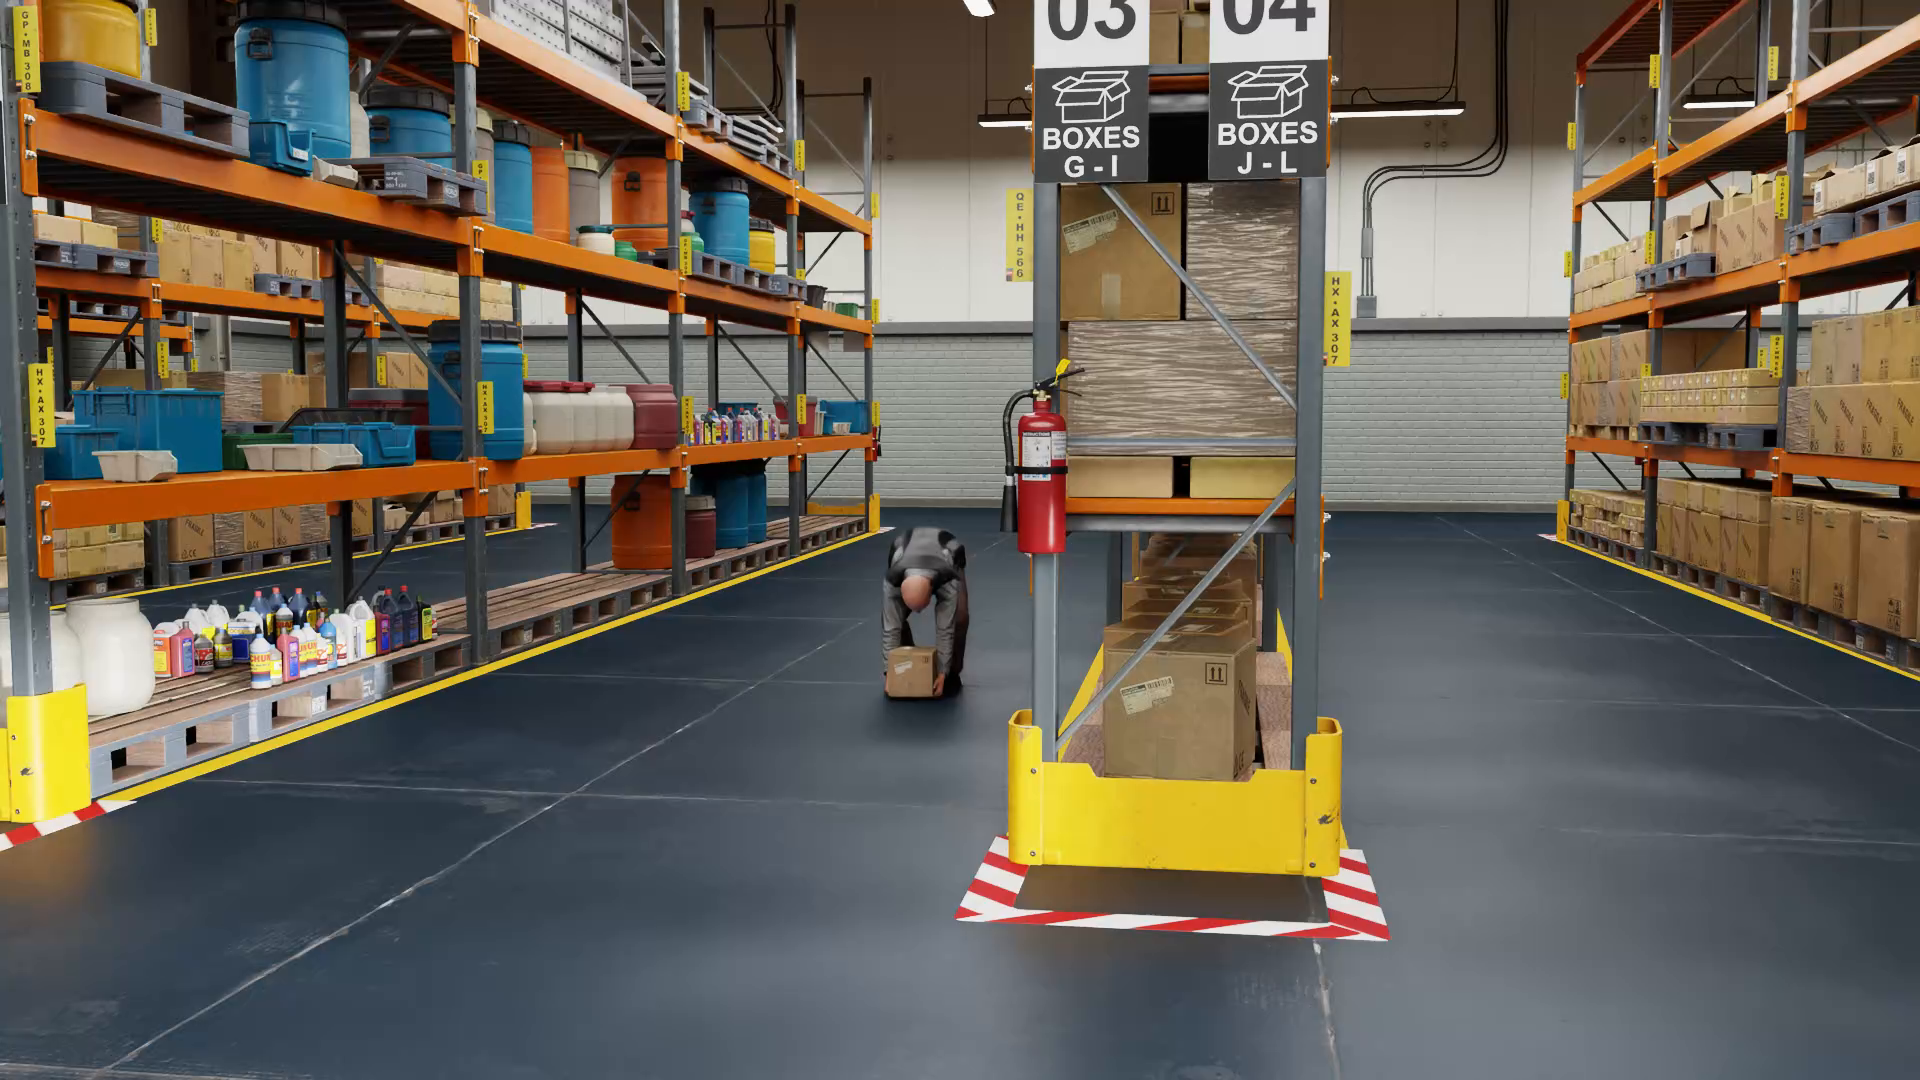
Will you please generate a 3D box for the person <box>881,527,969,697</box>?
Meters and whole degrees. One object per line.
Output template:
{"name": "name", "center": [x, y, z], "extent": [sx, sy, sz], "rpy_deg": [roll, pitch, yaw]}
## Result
{"name": "person", "center": [-0.204, 0.410, 9.678], "extent": [0.517, 0.921, 0.946], "rpy_deg": [0, 4, 6]}
